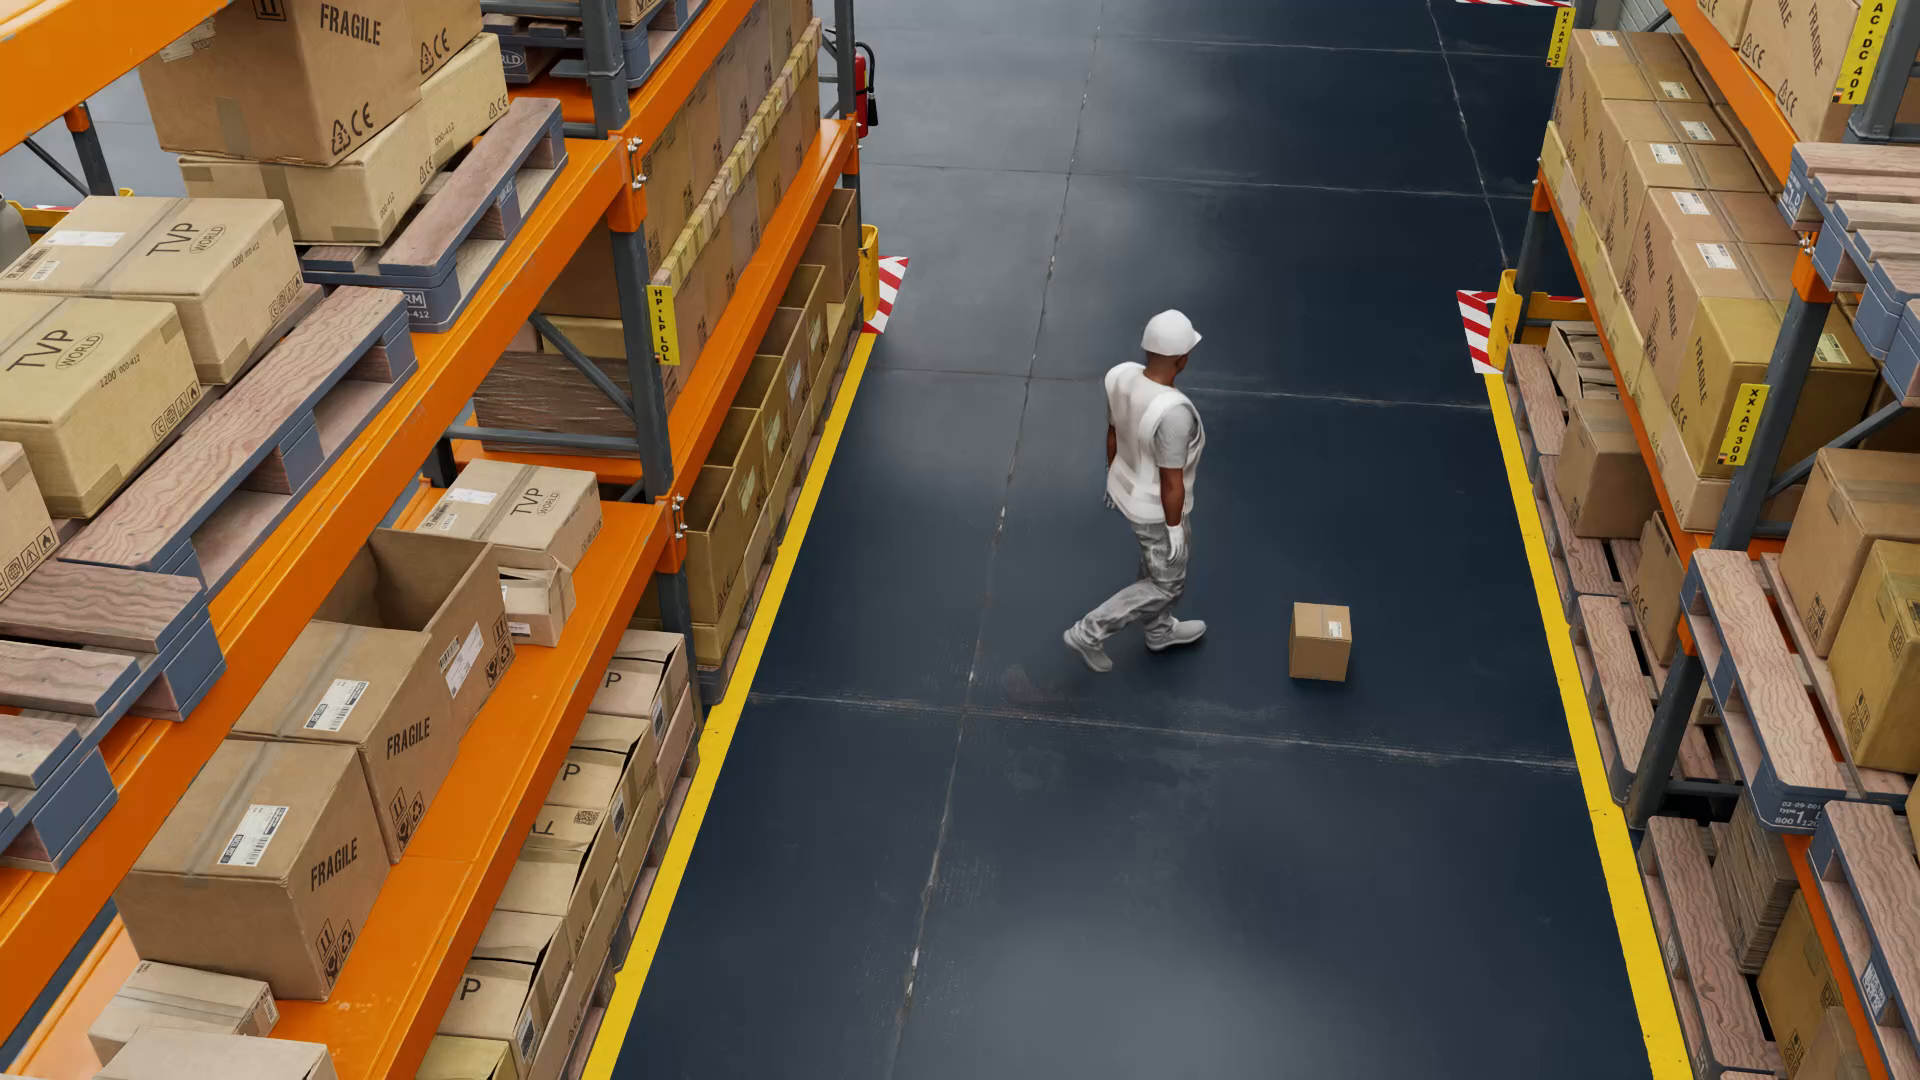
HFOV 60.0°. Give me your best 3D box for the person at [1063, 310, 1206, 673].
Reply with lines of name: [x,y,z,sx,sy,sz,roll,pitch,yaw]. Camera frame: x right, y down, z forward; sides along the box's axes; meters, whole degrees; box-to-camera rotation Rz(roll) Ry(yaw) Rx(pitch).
person: [0.817,-0.166,7.240,0.779,1.775,0.592,-11,37,-15]
